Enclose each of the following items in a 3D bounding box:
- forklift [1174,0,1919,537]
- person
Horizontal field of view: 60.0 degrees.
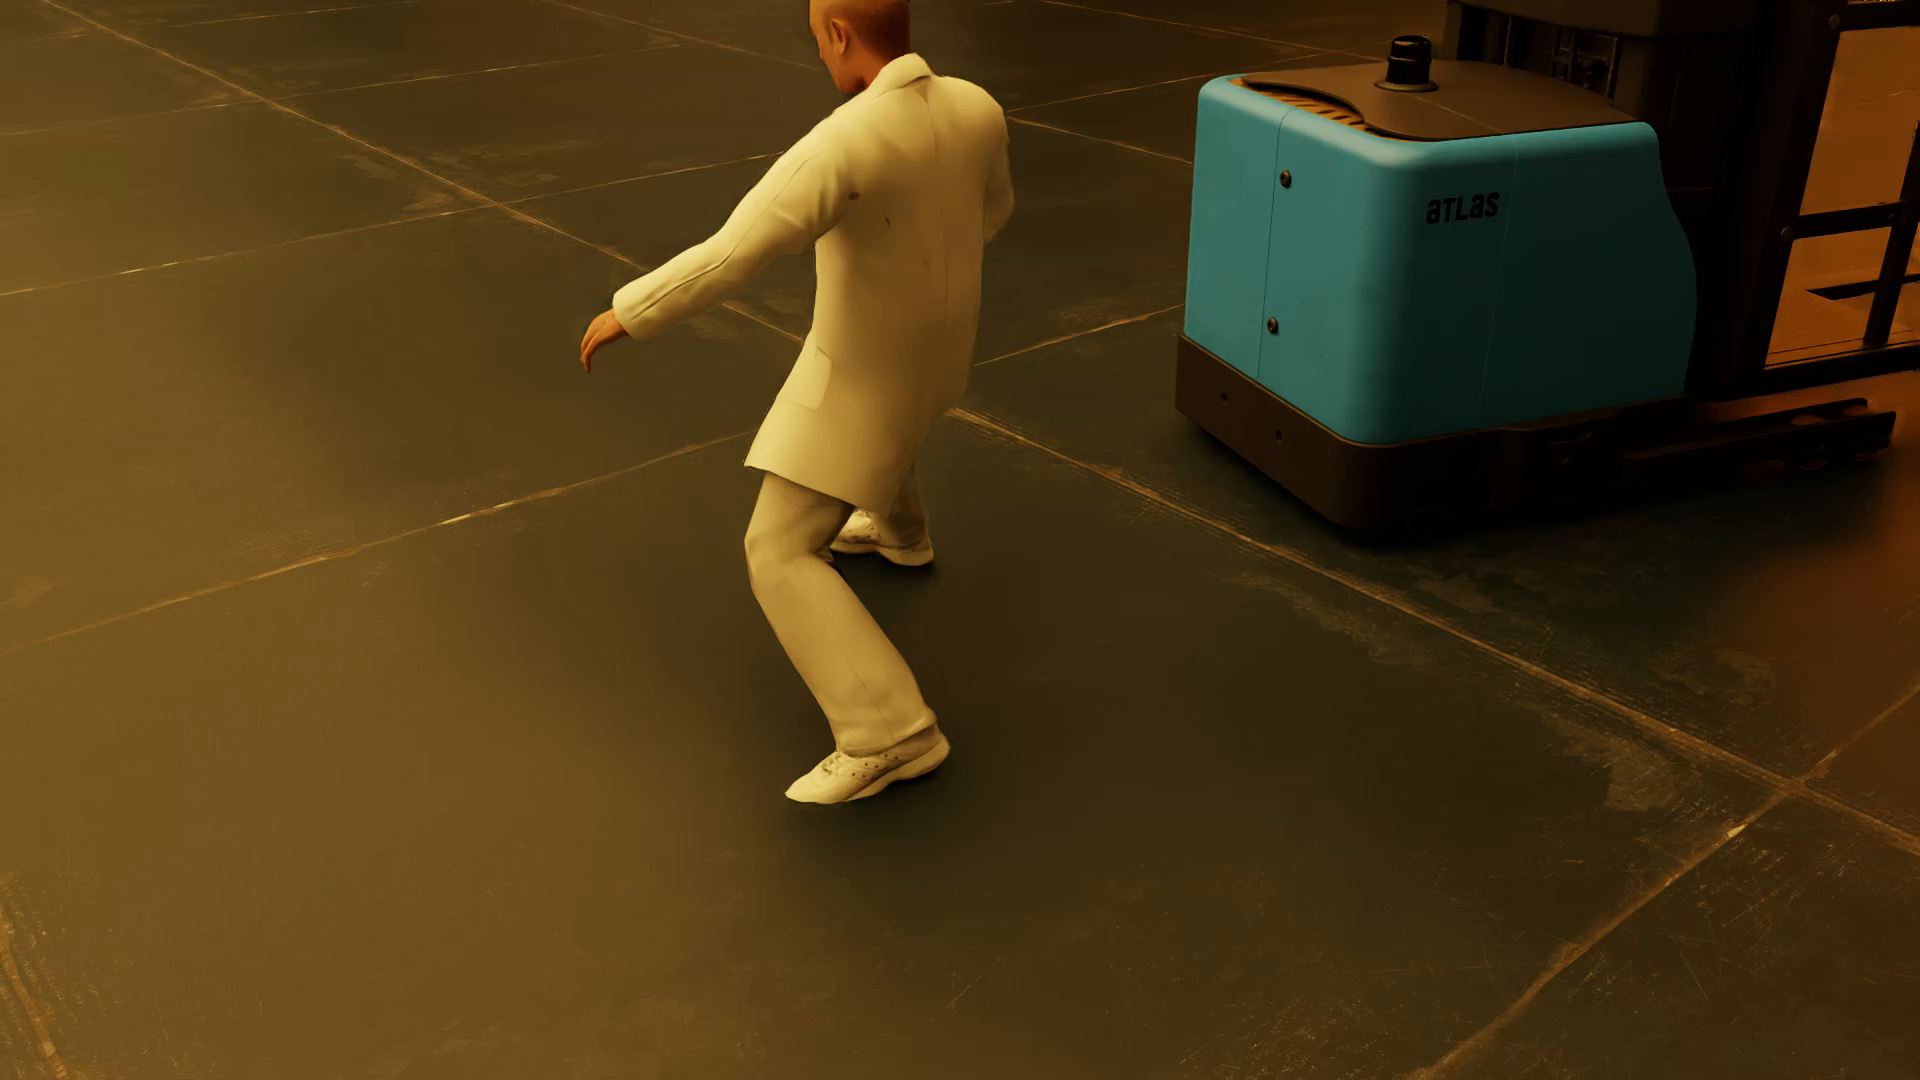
[{"bbox_3d":[2.238,-1.724,4.678,3.031,2.935,1.130,-10,28,-19],"label":"forklift"},{"bbox_3d":[-0.265,-0.410,3.596,0.967,1.634,1.032,19,32,34],"label":"person"}]
